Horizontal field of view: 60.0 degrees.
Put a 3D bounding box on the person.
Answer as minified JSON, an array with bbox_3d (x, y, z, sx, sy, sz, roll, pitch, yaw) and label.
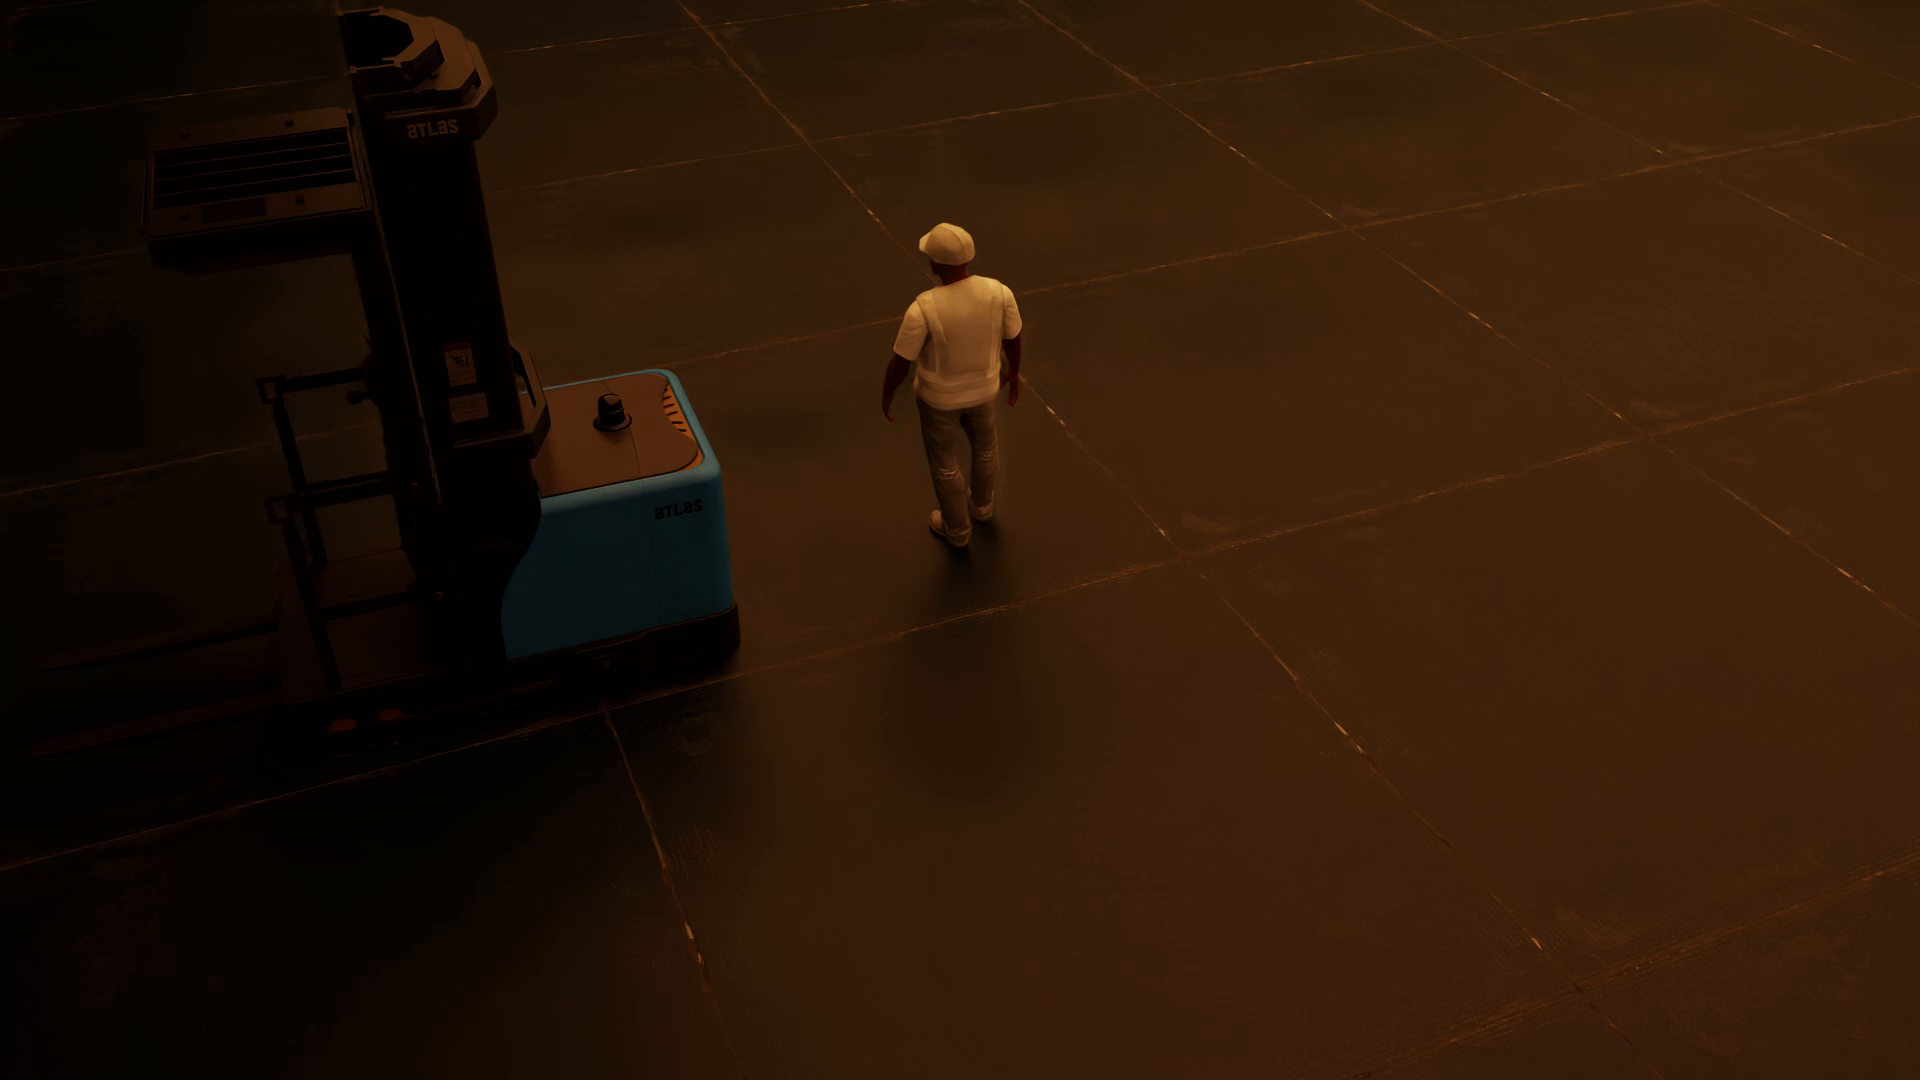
[{"bbox_3d":[-0.059,-0.779,8.208,0.703,1.763,0.554,-14,38,-19],"label":"person"}]

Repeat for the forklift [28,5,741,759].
[{"bbox_3d":[-2.604,-0.593,6.933,3.031,2.935,1.130,-12,37,-17],"label":"forklift"}]
